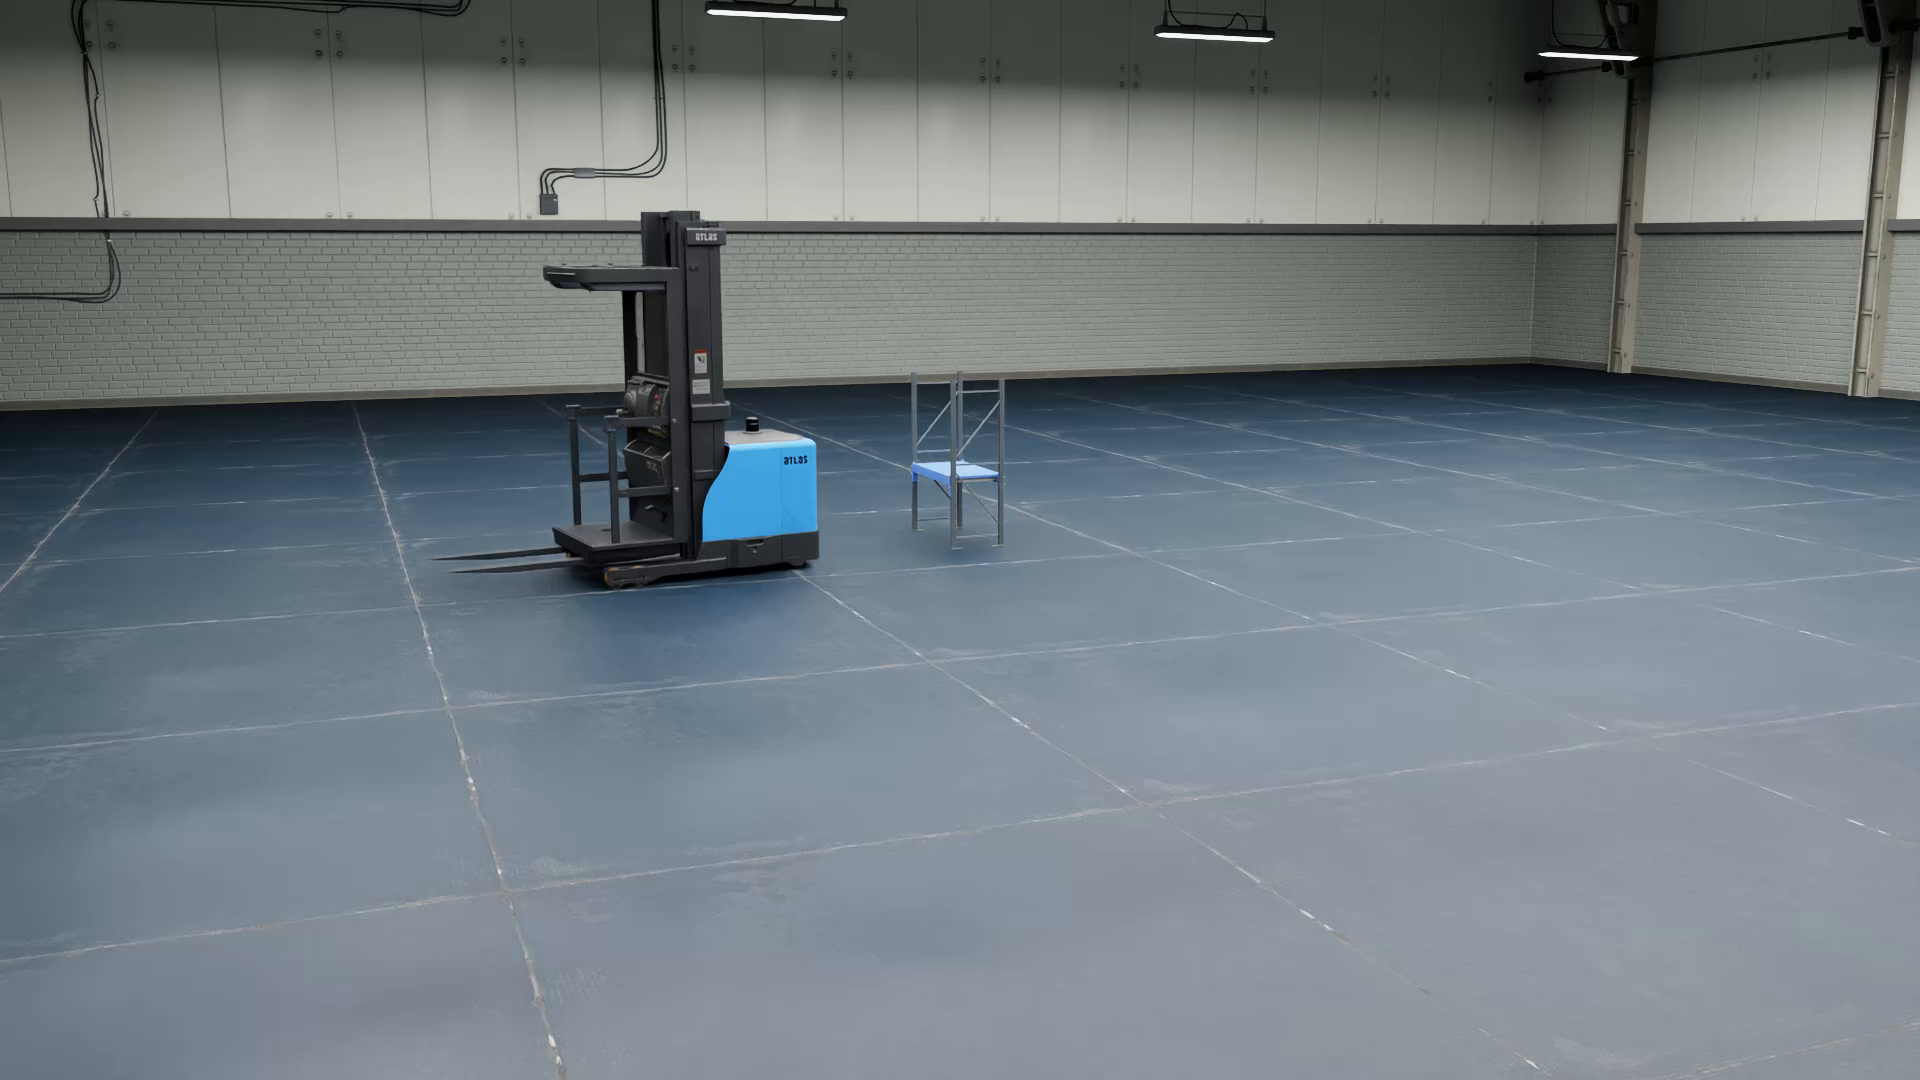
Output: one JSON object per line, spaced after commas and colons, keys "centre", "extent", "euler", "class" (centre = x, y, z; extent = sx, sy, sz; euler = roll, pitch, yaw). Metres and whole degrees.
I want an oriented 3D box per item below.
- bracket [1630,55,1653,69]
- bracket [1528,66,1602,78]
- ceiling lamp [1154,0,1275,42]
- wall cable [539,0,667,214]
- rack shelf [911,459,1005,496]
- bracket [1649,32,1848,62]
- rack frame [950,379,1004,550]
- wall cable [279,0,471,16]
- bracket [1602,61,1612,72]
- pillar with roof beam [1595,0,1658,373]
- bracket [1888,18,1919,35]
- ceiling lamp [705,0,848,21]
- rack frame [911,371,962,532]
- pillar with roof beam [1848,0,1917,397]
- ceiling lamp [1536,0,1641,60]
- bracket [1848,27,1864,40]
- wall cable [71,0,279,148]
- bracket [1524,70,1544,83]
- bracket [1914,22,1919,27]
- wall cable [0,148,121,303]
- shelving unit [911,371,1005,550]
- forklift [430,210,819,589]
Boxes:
{"centre": [13.784, -9.663, 33.602], "extent": [0.235, 0.232, 0.430], "euler": [-4, 11, -21], "class": "bracket"}
{"centre": [12.839, -10.089, 35.996], "extent": [0.076, 0.066, 3.189], "euler": [-4, 11, -21], "class": "bracket"}
{"centre": [3.900, -9.444, 25.979], "extent": [2.000, 3.185, 0.800], "euler": [-4, 11, -21], "class": "ceiling lamp"}
{"centre": [-6.376, -8.821, 29.436], "extent": [2.305, 6.003, 0.169], "euler": [-4, 11, -21], "class": "wall cable"}
{"centre": [-0.031, -0.575, 15.228], "extent": [0.538, 0.185, 1.000], "euler": [-4, 11, -21], "class": "rack shelf"}
{"centre": [14.718, -9.243, 31.238], "extent": [0.076, 0.066, 4.783], "euler": [-4, 11, -21], "class": "bracket"}
{"centre": [0.153, -0.669, 14.730], "extent": [0.500, 1.500, 0.032], "euler": [-4, 11, -21], "class": "rack frame"}
{"centre": [-9.824, -10.112, 27.862], "extent": [3.097, 2.526, 0.112], "euler": [-4, 11, -21], "class": "wall cable"}
{"centre": [13.483, -9.799, 34.363], "extent": [0.235, 0.232, 0.430], "euler": [-4, 11, -21], "class": "bracket"}
{"centre": [9.952, -7.708, 32.889], "extent": [9.100, 9.000, 0.548], "euler": [-4, 11, -21], "class": "pillar with roof beam"}
{"centre": [15.958, -8.684, 28.096], "extent": [0.235, 0.232, 0.430], "euler": [-4, 11, -21], "class": "bracket"}
{"centre": [-2.680, -8.996, 23.460], "extent": [2.000, 3.185, 0.800], "euler": [-4, 11, -21], "class": "ceiling lamp"}
{"centre": [-0.215, -0.835, 15.663], "extent": [0.500, 1.500, 0.032], "euler": [-4, 11, -21], "class": "rack frame"}
{"centre": [12.126, -6.729, 27.383], "extent": [9.100, 9.000, 0.548], "euler": [-4, 11, -21], "class": "pillar with roof beam"}
{"centre": [10.741, -9.910, 28.598], "extent": [2.000, 3.185, 0.800], "euler": [-4, 11, -21], "class": "ceiling lamp"}
{"centre": [15.658, -8.819, 28.858], "extent": [0.235, 0.232, 0.430], "euler": [-4, 11, -21], "class": "bracket"}
{"centre": [-12.708, -7.677, 27.156], "extent": [3.097, 2.526, 0.112], "euler": [-4, 11, -21], "class": "wall cable"}
{"centre": [12.624, -10.186, 36.538], "extent": [0.235, 0.232, 0.430], "euler": [-4, 11, -21], "class": "bracket"}
{"centre": [16.892, -8.263, 25.732], "extent": [0.076, 0.066, 4.783], "euler": [-4, 11, -21], "class": "bracket"}
{"centre": [-15.230, -5.018, 26.633], "extent": [3.097, 2.526, 0.112], "euler": [-4, 11, -21], "class": "wall cable"}
{"centre": [-0.031, -0.752, 15.197], "extent": [0.538, 1.500, 1.048], "euler": [-4, 11, -21], "class": "shelving unit"}
{"centre": [-2.720, -1.163, 13.418], "extent": [3.031, 2.935, 1.130], "euler": [-6, 12, -29], "class": "forklift"}
